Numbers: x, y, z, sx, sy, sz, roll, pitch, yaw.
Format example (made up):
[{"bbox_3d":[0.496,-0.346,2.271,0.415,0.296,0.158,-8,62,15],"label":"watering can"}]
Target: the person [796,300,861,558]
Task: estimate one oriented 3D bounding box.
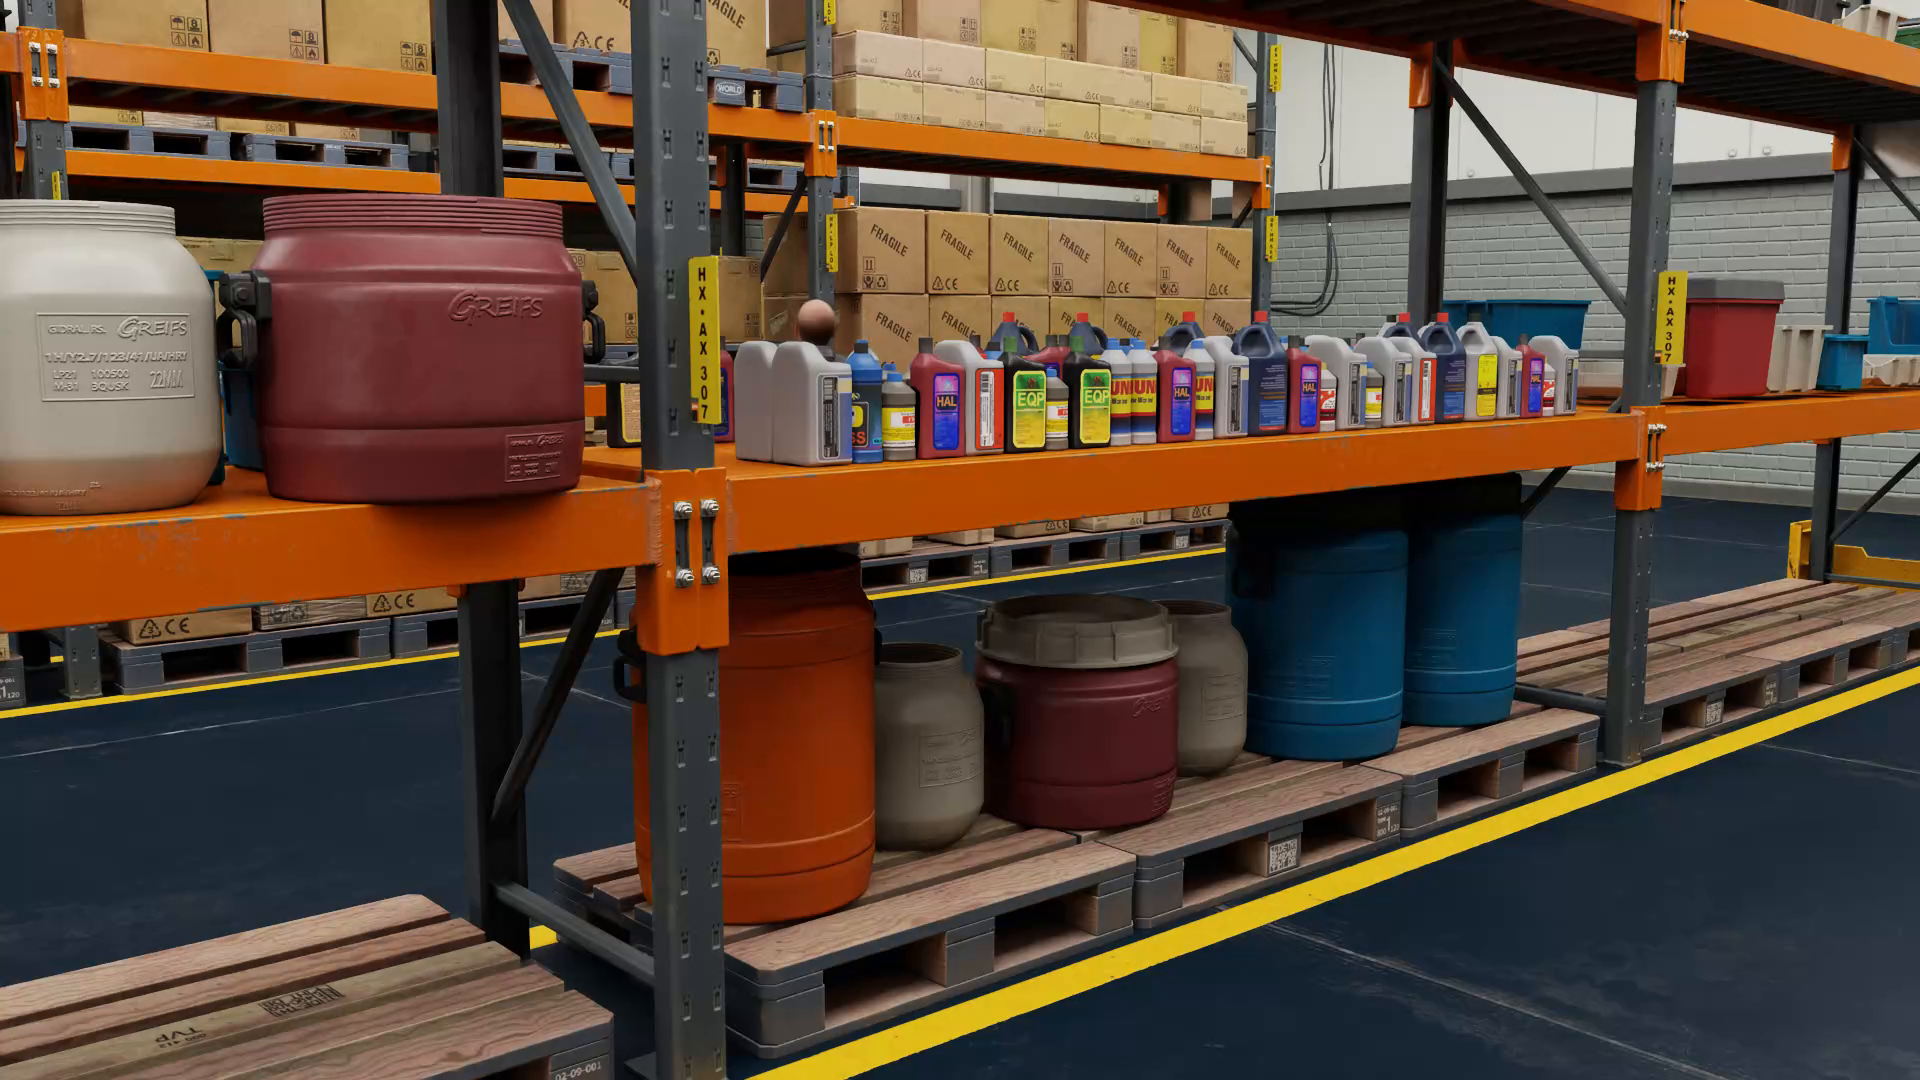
[{"bbox_3d":[-0.655,-0.220,7.561,0.582,1.724,0.567,-2,8,-15],"label":"person"}]
